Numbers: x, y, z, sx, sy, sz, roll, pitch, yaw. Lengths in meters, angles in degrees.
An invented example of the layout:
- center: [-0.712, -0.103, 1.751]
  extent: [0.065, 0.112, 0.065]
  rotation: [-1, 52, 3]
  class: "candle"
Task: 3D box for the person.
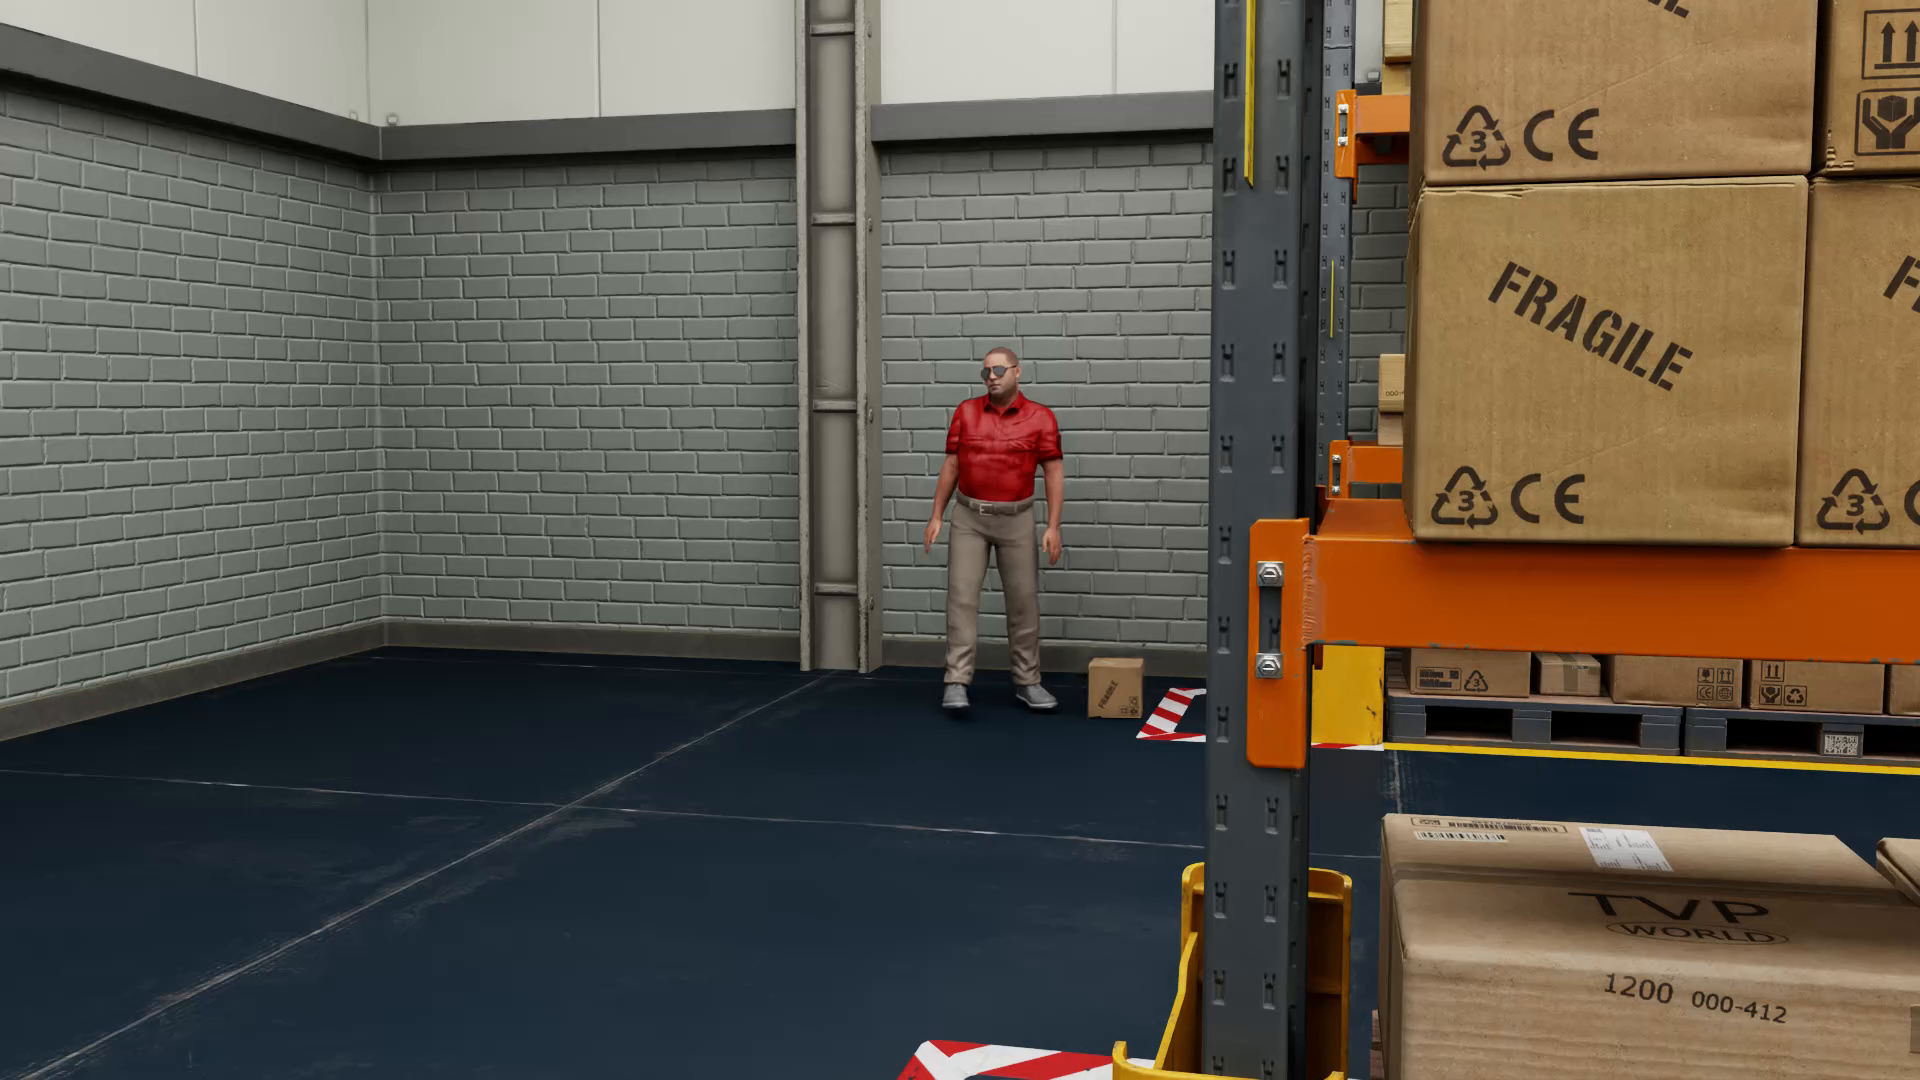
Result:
- center: [0.153, -0.051, 7.925]
  extent: [0.682, 1.731, 0.528]
  rotation: [1, 5, 8]
  class: "person"
